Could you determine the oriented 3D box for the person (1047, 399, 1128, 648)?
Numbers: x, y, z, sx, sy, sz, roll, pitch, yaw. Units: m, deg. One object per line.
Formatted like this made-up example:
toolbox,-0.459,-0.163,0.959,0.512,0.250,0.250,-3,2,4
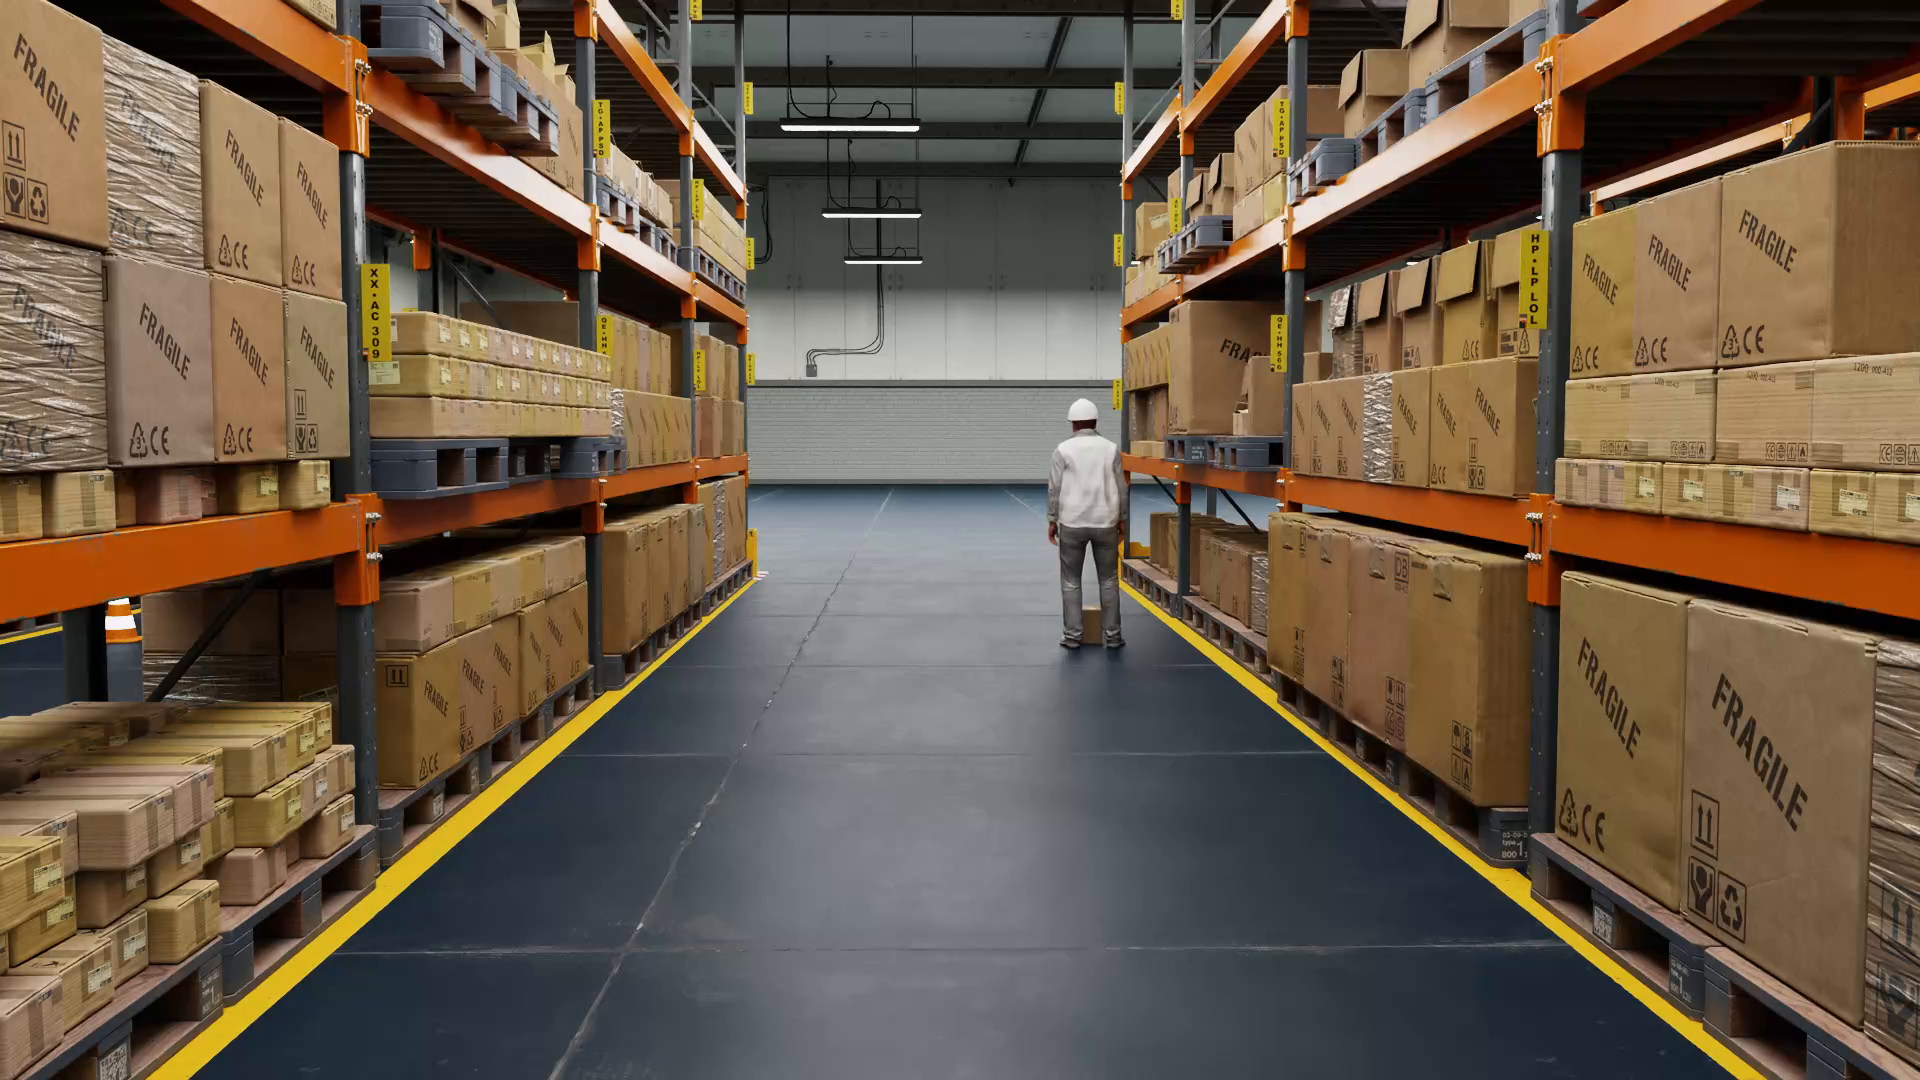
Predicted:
person,0.911,-0.120,11.878,0.592,1.770,0.465,0,4,-5
